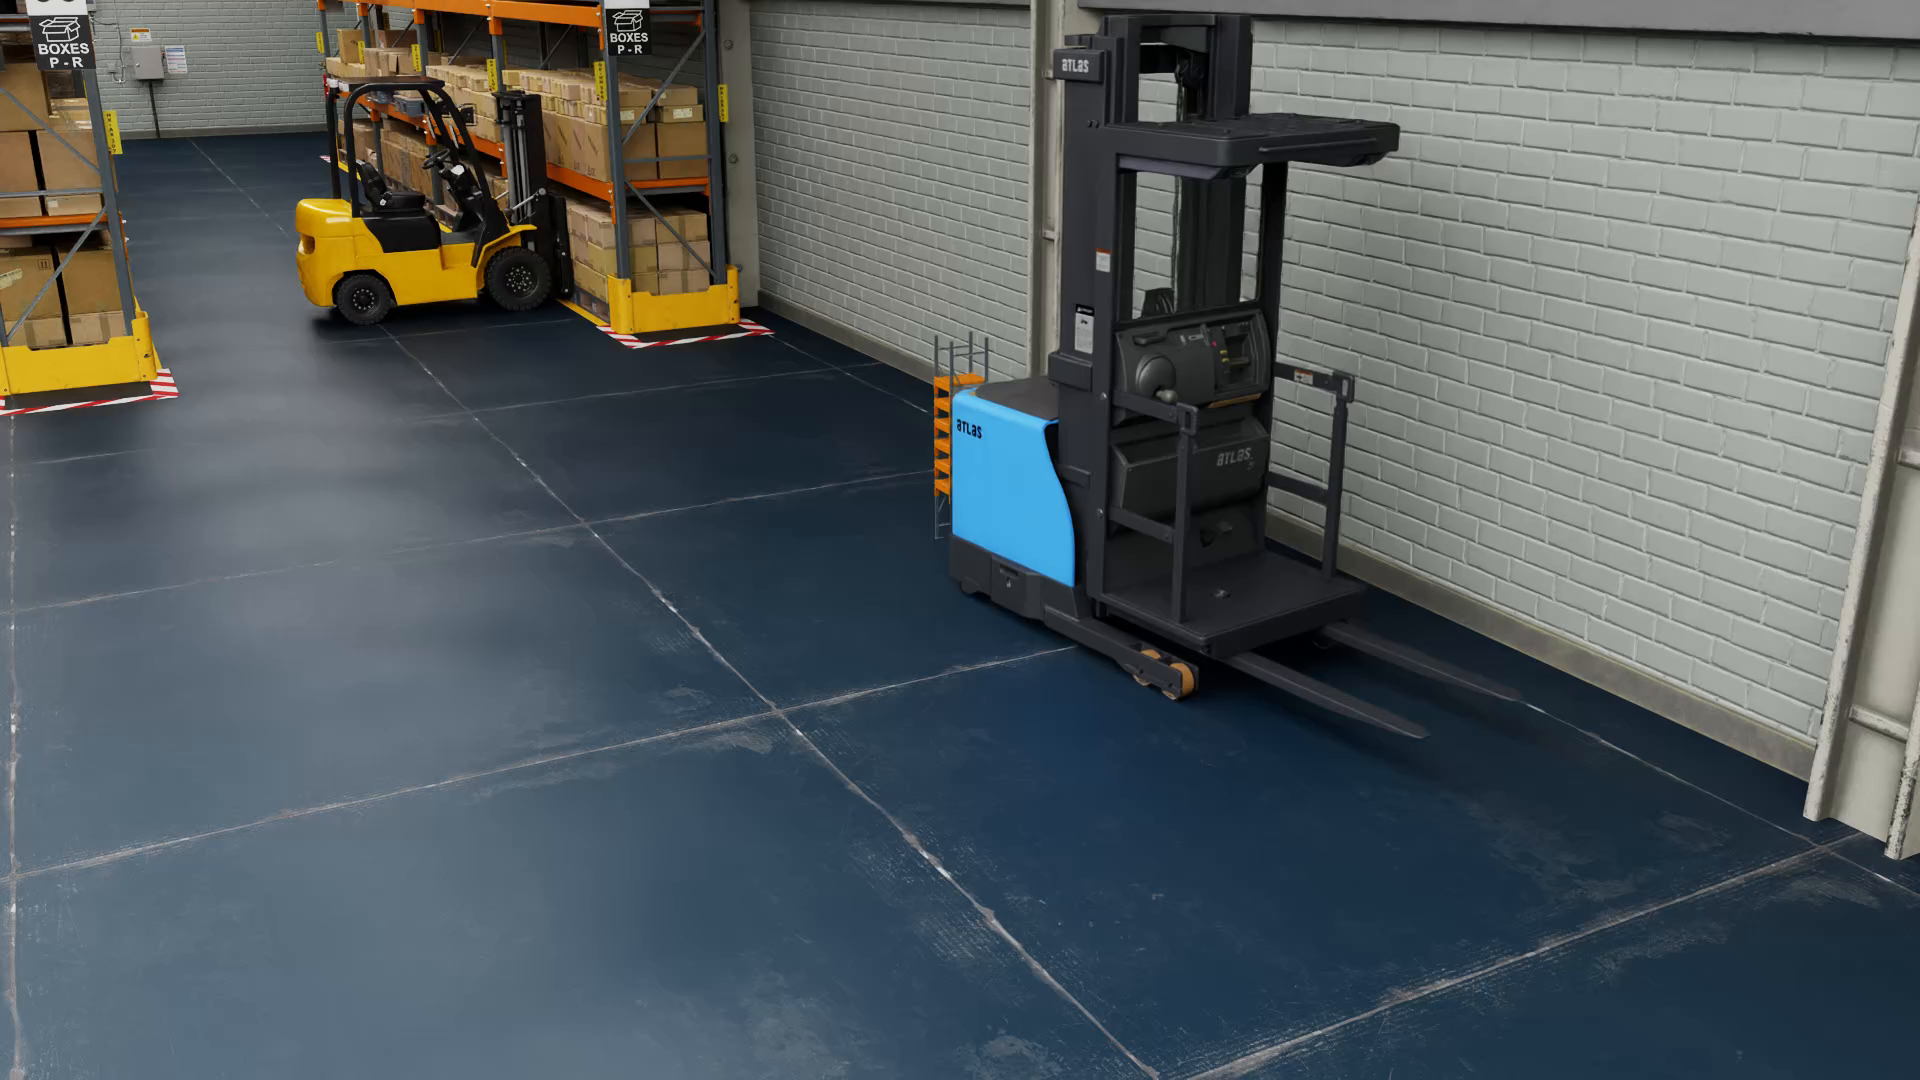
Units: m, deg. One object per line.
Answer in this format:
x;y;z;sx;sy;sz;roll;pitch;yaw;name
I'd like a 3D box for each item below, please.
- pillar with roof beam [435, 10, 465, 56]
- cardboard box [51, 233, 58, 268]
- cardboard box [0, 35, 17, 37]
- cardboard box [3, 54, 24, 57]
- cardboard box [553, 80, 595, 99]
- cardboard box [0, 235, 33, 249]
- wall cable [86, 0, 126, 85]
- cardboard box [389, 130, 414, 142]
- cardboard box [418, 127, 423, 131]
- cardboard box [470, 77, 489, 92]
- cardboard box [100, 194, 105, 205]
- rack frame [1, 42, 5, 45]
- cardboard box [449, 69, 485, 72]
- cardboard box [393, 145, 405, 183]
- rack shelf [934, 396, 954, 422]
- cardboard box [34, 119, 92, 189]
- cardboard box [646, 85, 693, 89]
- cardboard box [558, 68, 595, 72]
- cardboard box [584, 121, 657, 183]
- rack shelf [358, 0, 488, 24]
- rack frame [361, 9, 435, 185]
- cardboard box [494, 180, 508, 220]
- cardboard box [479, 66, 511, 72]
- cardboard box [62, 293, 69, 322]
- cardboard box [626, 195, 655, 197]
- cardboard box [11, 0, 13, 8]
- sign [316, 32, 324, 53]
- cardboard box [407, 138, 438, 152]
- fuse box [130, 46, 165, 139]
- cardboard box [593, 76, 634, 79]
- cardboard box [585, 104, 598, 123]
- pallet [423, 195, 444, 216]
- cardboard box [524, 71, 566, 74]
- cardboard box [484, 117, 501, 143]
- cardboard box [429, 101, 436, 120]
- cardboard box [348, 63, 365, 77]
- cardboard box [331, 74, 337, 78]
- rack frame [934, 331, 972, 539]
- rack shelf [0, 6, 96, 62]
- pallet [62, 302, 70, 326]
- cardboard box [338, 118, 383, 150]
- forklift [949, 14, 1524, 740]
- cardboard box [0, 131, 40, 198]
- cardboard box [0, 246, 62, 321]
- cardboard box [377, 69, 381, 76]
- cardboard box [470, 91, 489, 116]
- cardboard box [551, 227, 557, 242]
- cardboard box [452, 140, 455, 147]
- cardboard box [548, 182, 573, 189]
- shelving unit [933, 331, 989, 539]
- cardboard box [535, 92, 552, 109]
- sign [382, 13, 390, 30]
-11.661;-9.366;22.978;9.100;9.000;0.400;-10;21;-27;pillar with roof beam
-9.154;-2.897;16.814;0.950;0.372;0.625;-10;21;-26;cardboard box
-12.244;-6.150;21.170;0.500;0.500;0.500;-11;22;-28;cardboard box
-8.005;-3.693;13.592;0.700;0.500;0.500;-10;22;-27;cardboard box
-3.687;-4.328;15.972;0.380;0.149;0.250;-10;21;-26;cardboard box
-7.847;-2.487;13.667;0.380;0.149;0.250;-9;21;-25;cardboard box
-16.057;-9.554;31.163;0.588;1.984;0.122;-10;21;-27;wall cable
-8.199;-5.969;24.525;0.380;0.149;0.250;-11;22;-28;cardboard box
-7.907;-6.120;24.962;0.380;0.149;0.250;-11;22;-29;cardboard box
-5.344;-5.183;18.905;0.380;0.149;0.250;-11;22;-28;cardboard box
-7.170;-2.812;13.568;0.380;0.149;0.250;-11;22;-28;cardboard box
-10.802;-4.939;19.346;1.000;3.000;0.127;-10;21;-27;rack frame
-5.990;-5.639;20.227;0.380;0.149;0.250;-10;21;-26;cardboard box
-7.809;-5.405;23.885;0.500;0.500;0.500;-11;22;-28;cardboard box
0.007;-0.748;9.360;0.258;0.103;0.180;-10;21;-27;rack shelf
-7.233;-3.158;13.574;0.500;0.500;0.500;-9;21;-25;cardboard box
-2.680;-4.122;15.376;0.380;0.149;0.250;-9;21;-25;cardboard box
-4.119;-5.010;17.949;0.380;0.149;0.250;-10;21;-27;cardboard box
-3.102;-3.560;15.197;0.500;0.500;0.500;-11;22;-28;cardboard box
-7.385;-7.361;22.869;1.077;0.370;4.000;-10;21;-27;rack shelf
-8.335;-6.857;24.905;1.000;3.000;0.127;-10;21;-27;rack frame
-4.794;-3.785;18.998;0.875;0.625;0.625;-9;21;-24;cardboard box
-5.811;-5.859;20.865;0.380;0.149;0.250;-10;21;-27;cardboard box
-7.649;-2.118;14.742;0.500;0.250;0.500;-8;21;-23;cardboard box
-3.404;-3.387;16.888;0.500;0.250;0.500;-10;22;-28;cardboard box
-7.960;-4.661;14.328;0.380;0.149;0.250;-9;21;-25;cardboard box
-10.712;-8.331;27.848;0.100;0.325;0.005;-10;21;-27;sign
-7.498;-5.520;23.224;0.380;0.149;0.250;-11;22;-29;cardboard box
-15.381;-8.525;31.714;0.539;1.711;0.414;-10;21;-27;fuse box
-3.446;-4.560;16.645;0.380;0.149;0.250;-9;21;-25;cardboard box
-3.196;-3.891;15.162;0.380;0.149;0.250;-10;21;-26;cardboard box
-6.757;-4.611;22.670;1.003;0.211;1.213;-10;21;-27;pallet
-4.313;-4.785;17.296;0.380;0.149;0.250;-10;22;-28;cardboard box
-5.006;-4.594;18.576;0.500;0.250;0.500;-9;21;-25;cardboard box
-6.440;-5.473;21.123;0.500;0.250;0.500;-10;21;-26;cardboard box
-9.268;-7.322;26.026;0.500;0.250;0.500;-10;21;-27;cardboard box
-10.320;-7.750;27.877;0.380;0.149;0.250;-10;21;-27;cardboard box
-0.037;-0.589;9.500;0.240;1.200;0.006;-10;21;-27;rack frame
-7.953;-4.295;13.983;1.077;0.370;4.000;-10;21;-27;rack shelf
-7.970;-1.935;14.914;1.003;0.211;1.213;-10;21;-27;pallet
-10.028;-6.834;28.020;0.797;0.503;0.637;-11;22;-29;cardboard box
1.219;-0.843;7.581;1.130;2.935;3.031;-13;23;-34;forklift
-7.504;-2.944;12.954;0.500;0.500;0.500;-10;22;-28;cardboard box
-7.613;-2.085;13.498;0.500;0.500;0.500;-10;21;-26;cardboard box
-8.013;-6.534;23.531;0.396;0.266;0.258;-9;21;-24;cardboard box
-5.245;-4.974;18.911;0.500;0.250;0.500;-11;22;-28;cardboard box
-3.870;-3.074;16.745;0.500;0.250;0.500;-10;21;-27;cardboard box
-6.914;-5.530;23.252;0.380;0.149;0.250;-10;22;-28;cardboard box
-4.349;-3.596;17.493;0.500;0.250;0.500;-10;21;-27;cardboard box
0.007;-0.563;9.424;0.258;1.200;0.189;-10;21;-27;shelving unit
-4.034;-4.410;16.667;0.380;0.149;0.250;-11;22;-28;cardboard box
-9.737;-8.782;28.225;0.100;0.325;0.005;-10;21;-27;sign
